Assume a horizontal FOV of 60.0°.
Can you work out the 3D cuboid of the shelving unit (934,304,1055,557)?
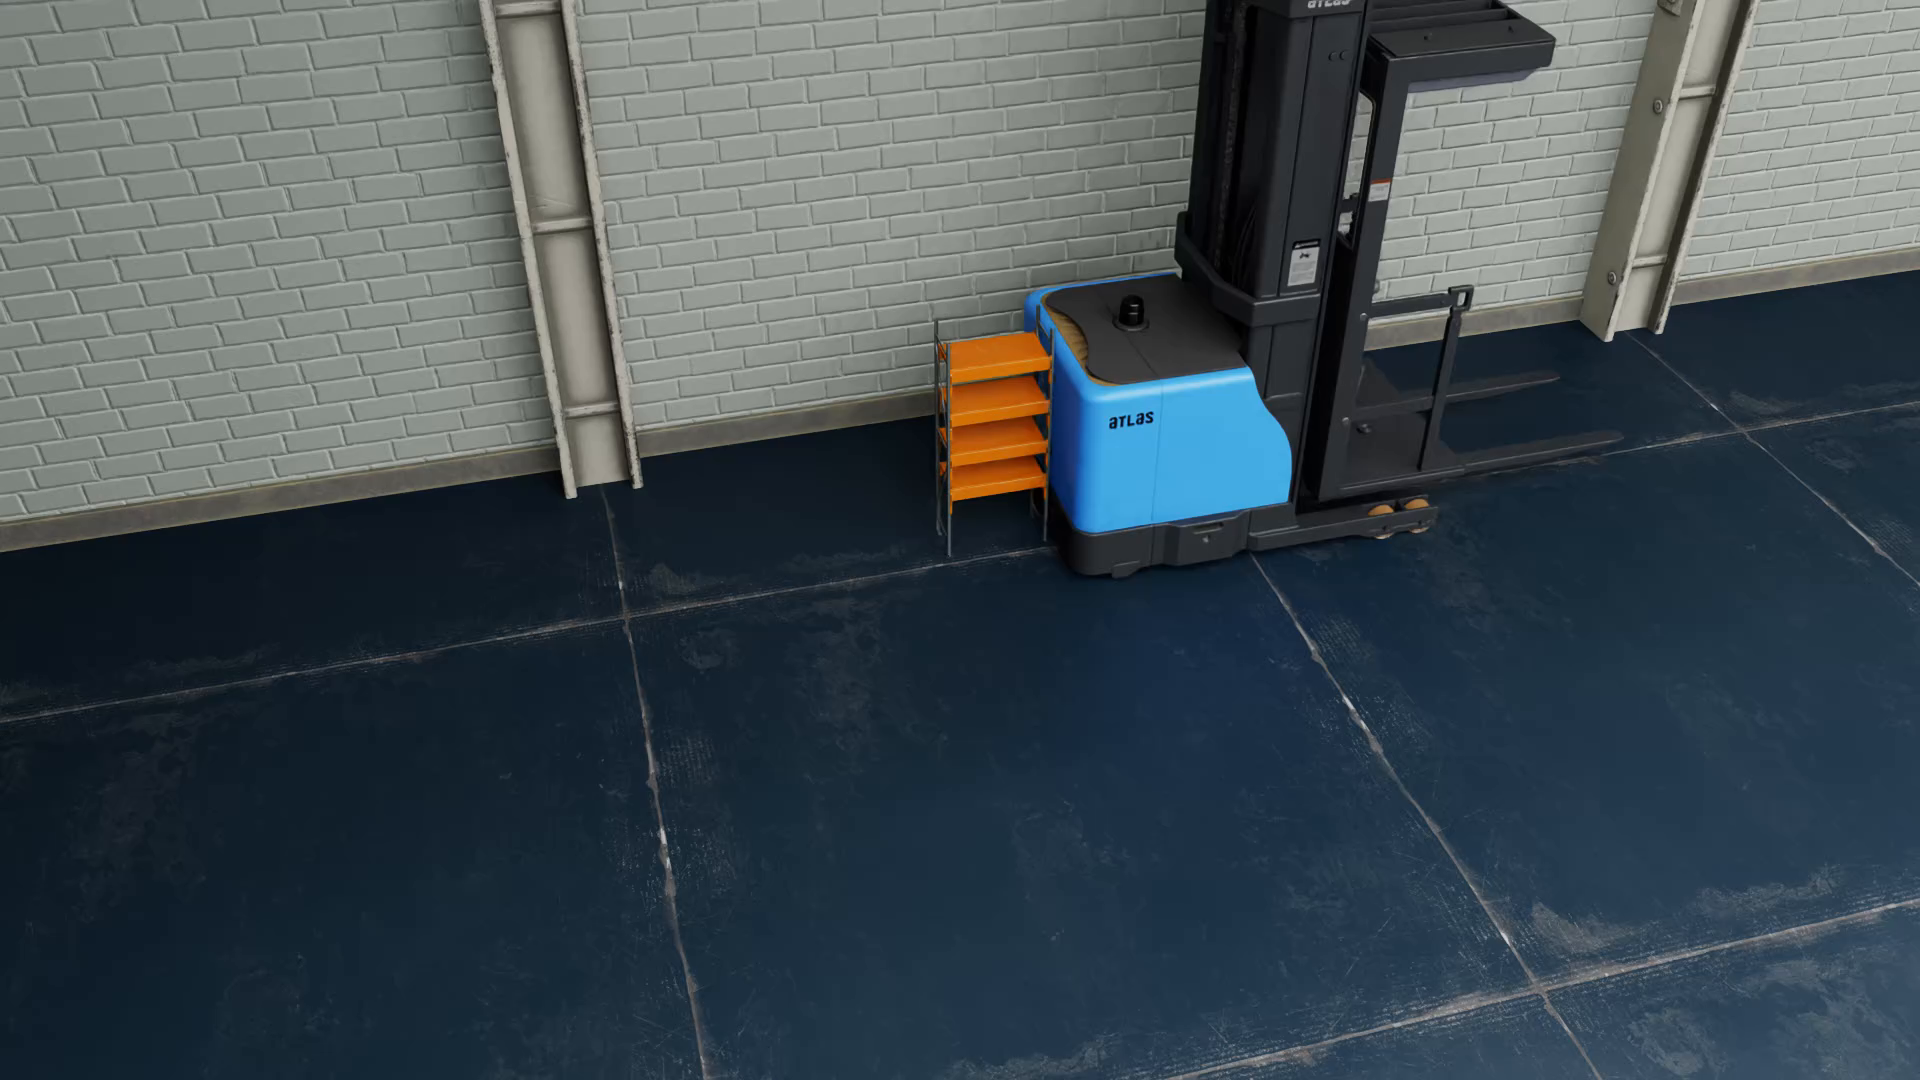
[{"bbox_3d":[0.154,-0.502,7.897,0.503,1.200,0.258,-9,38,-12],"label":"shelving unit"}]

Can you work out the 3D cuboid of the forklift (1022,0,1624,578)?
[{"bbox_3d":[1.872,-1.471,7.740,3.031,2.935,1.130,-9,38,-12],"label":"forklift"}]

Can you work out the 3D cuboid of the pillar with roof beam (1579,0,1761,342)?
[{"bbox_3d":[5.050,-2.332,3.871,0.400,9.000,9.100,-9,38,-12],"label":"pillar with roof beam"}]

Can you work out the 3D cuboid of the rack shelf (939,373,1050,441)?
[{"bbox_3d":[0.155,-0.627,7.802,0.480,0.148,0.258,-9,38,-12],"label":"rack shelf"}]

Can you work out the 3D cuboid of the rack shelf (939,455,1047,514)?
[{"bbox_3d":[0.153,-0.291,8.059,0.480,0.148,0.258,-9,38,-12],"label":"rack shelf"}]

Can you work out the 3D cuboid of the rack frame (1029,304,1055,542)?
[{"bbox_3d":[0.390,-0.540,7.948,0.015,1.200,0.240,-9,38,-12],"label":"rack frame"}]

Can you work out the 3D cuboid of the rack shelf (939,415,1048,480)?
[{"bbox_3d":[0.154,-0.449,7.938,0.480,0.148,0.258,-9,38,-12],"label":"rack shelf"}]

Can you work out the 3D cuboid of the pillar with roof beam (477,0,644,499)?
[{"bbox_3d":[-0.743,-1.381,2.629,0.400,9.000,9.100,-9,38,-12],"label":"pillar with roof beam"}]

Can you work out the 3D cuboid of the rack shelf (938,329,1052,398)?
[{"bbox_3d":[0.155,-0.815,7.659,0.480,0.148,0.258,-9,38,-12],"label":"rack shelf"}]

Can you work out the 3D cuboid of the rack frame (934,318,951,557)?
[{"bbox_3d":[-0.081,-0.464,7.847,0.015,1.200,0.240,-9,38,-12],"label":"rack frame"}]
